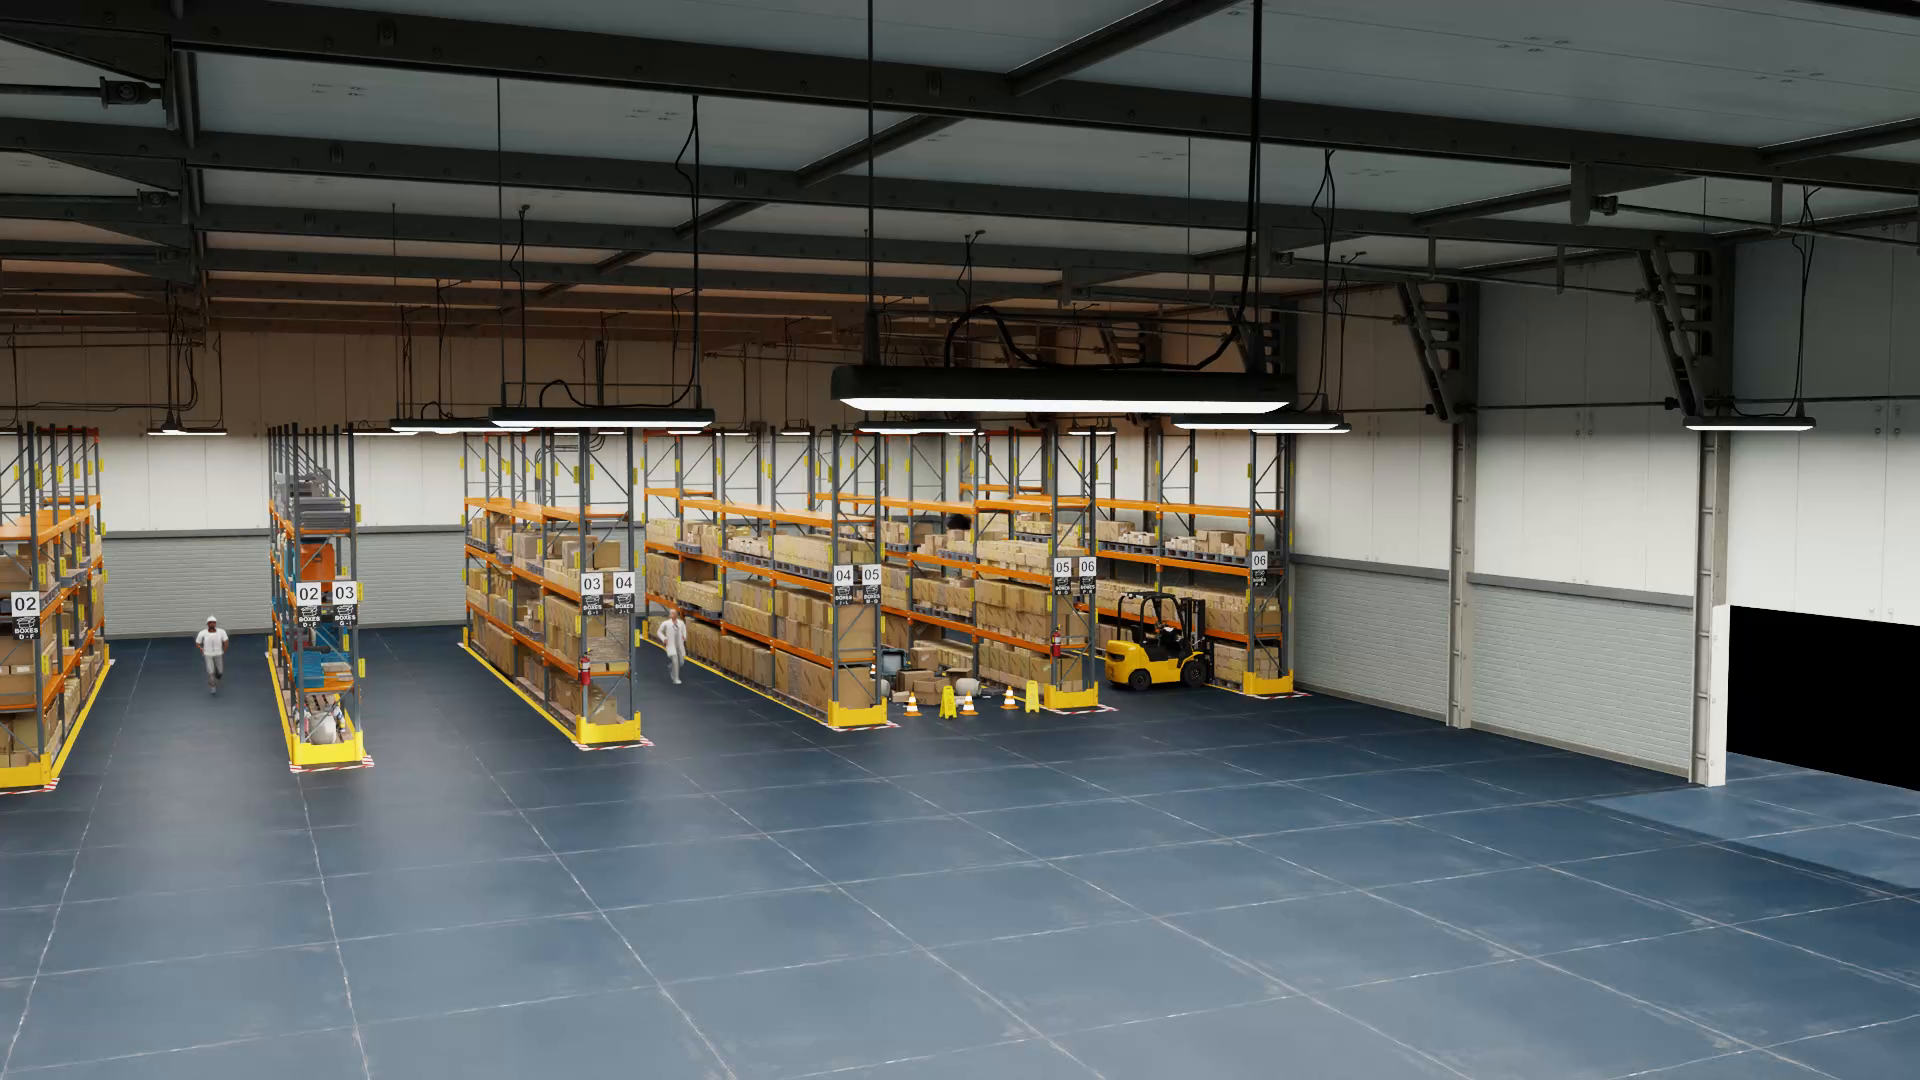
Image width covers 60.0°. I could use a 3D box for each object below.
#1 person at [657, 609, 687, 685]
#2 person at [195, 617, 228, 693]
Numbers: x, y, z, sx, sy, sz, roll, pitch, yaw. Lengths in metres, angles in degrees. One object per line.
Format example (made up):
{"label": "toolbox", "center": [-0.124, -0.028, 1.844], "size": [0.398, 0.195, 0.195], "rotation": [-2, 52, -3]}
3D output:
{"label": "person", "center": [-6.695, 2.481, 38.837], "size": [0.715, 1.735, 0.826], "rotation": [-2, 4, -33]}
{"label": "person", "center": [-16.788, 2.580, 37.357], "size": [0.696, 1.718, 0.605], "rotation": [-2, 4, -30]}
